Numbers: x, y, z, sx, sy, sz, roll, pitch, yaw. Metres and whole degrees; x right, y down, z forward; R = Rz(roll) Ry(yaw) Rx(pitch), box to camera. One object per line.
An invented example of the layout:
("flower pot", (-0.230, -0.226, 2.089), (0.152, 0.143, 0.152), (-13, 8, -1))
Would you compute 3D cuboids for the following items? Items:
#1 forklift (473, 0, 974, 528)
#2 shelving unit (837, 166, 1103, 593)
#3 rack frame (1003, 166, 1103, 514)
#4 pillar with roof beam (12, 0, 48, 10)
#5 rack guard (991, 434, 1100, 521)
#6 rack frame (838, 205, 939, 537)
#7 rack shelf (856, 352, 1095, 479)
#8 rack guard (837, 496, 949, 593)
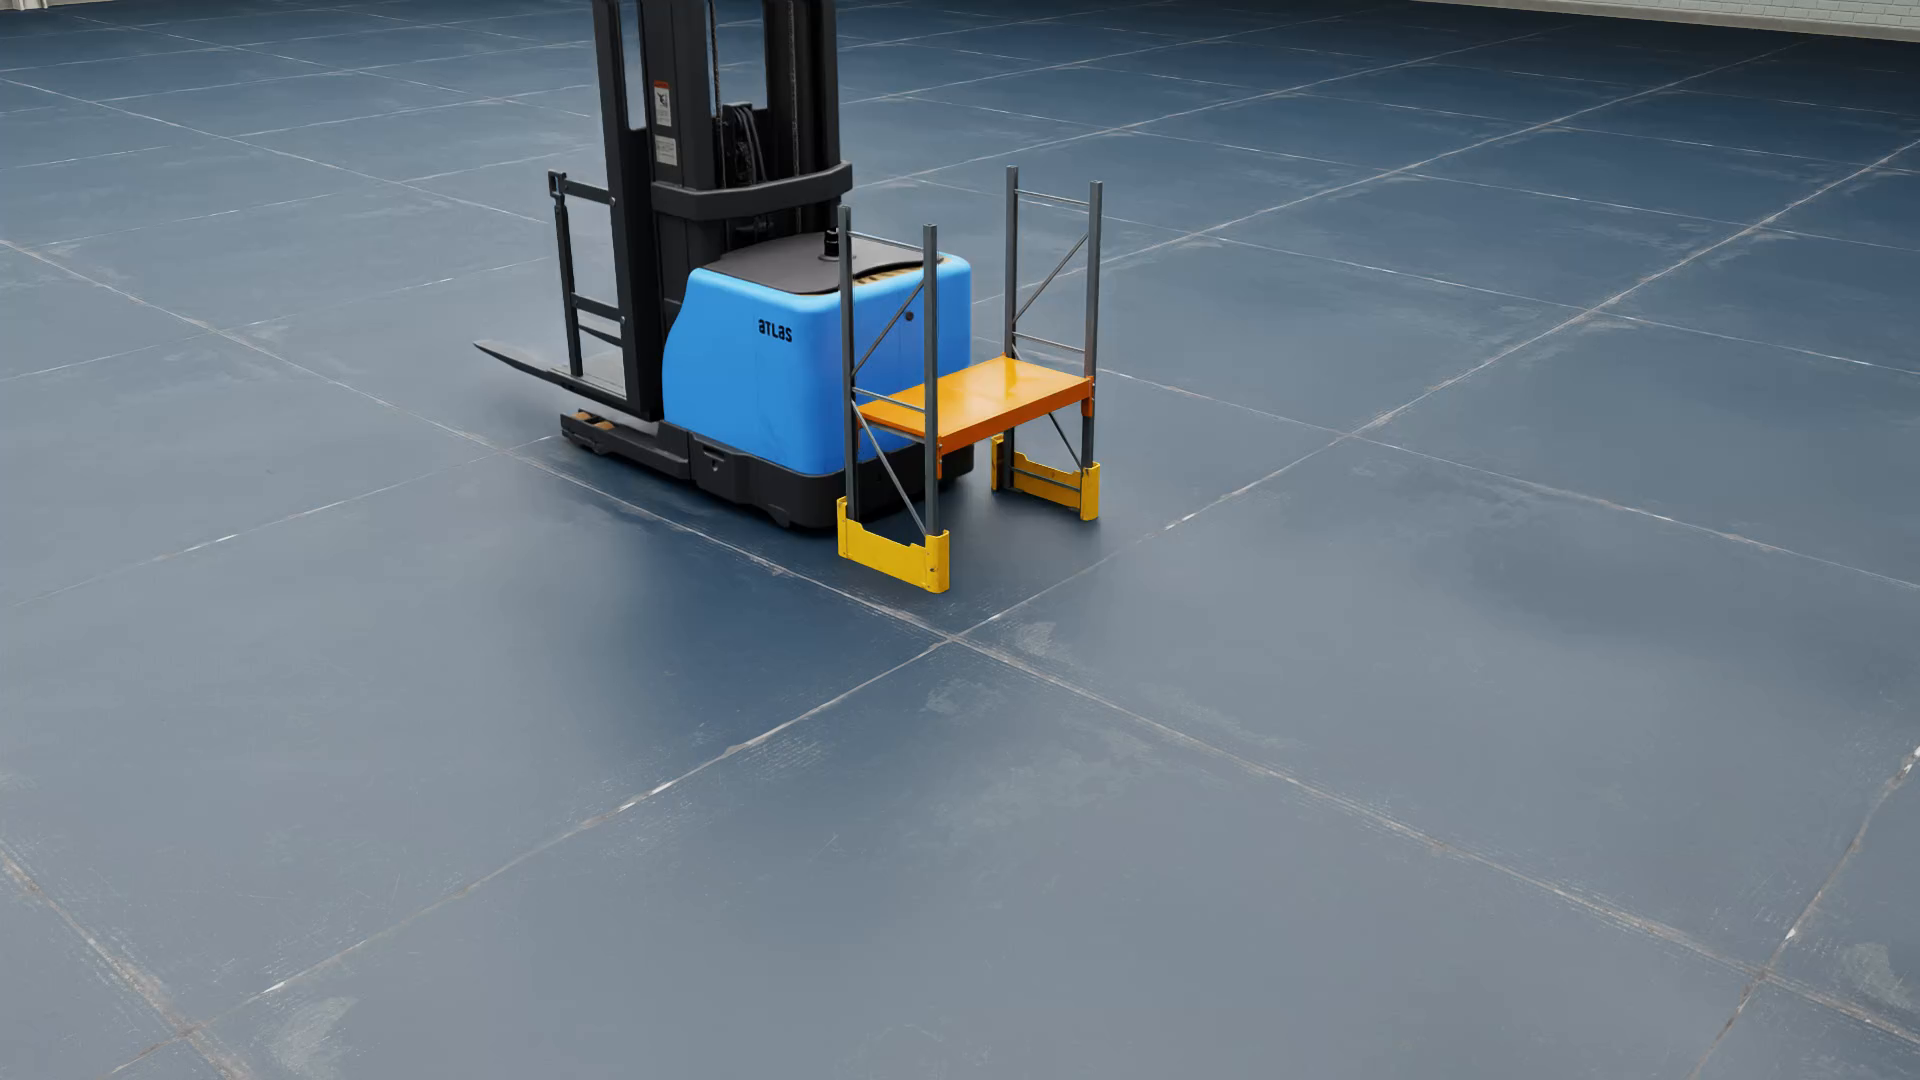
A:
("forklift", (-1.348, -1.889, 7.880), (3.031, 2.935, 1.130), (21, 32, 39))
("shelving unit", (0.051, -0.708, 6.995), (0.587, 1.500, 1.083), (20, 31, 38))
("rack frame", (0.396, -0.865, 7.347), (0.500, 1.500, 0.032), (20, 31, 38))
("pillar with roof beam", (-10.928, -11.017, 20.822), (9.100, 9.000, 0.400), (20, 31, 38))
("rack guard", (0.383, -0.289, 7.589), (0.587, 0.250, 0.087), (20, 31, 38))
("rack frame", (-0.282, -0.555, 6.656), (0.500, 1.500, 0.032), (20, 31, 38))
("rack shelf", (0.057, -0.546, 7.075), (0.538, 0.185, 1.000), (20, 31, 38))
("rack guard", (-0.281, 0.014, 6.912), (0.587, 0.250, 0.087), (20, 31, 38))
